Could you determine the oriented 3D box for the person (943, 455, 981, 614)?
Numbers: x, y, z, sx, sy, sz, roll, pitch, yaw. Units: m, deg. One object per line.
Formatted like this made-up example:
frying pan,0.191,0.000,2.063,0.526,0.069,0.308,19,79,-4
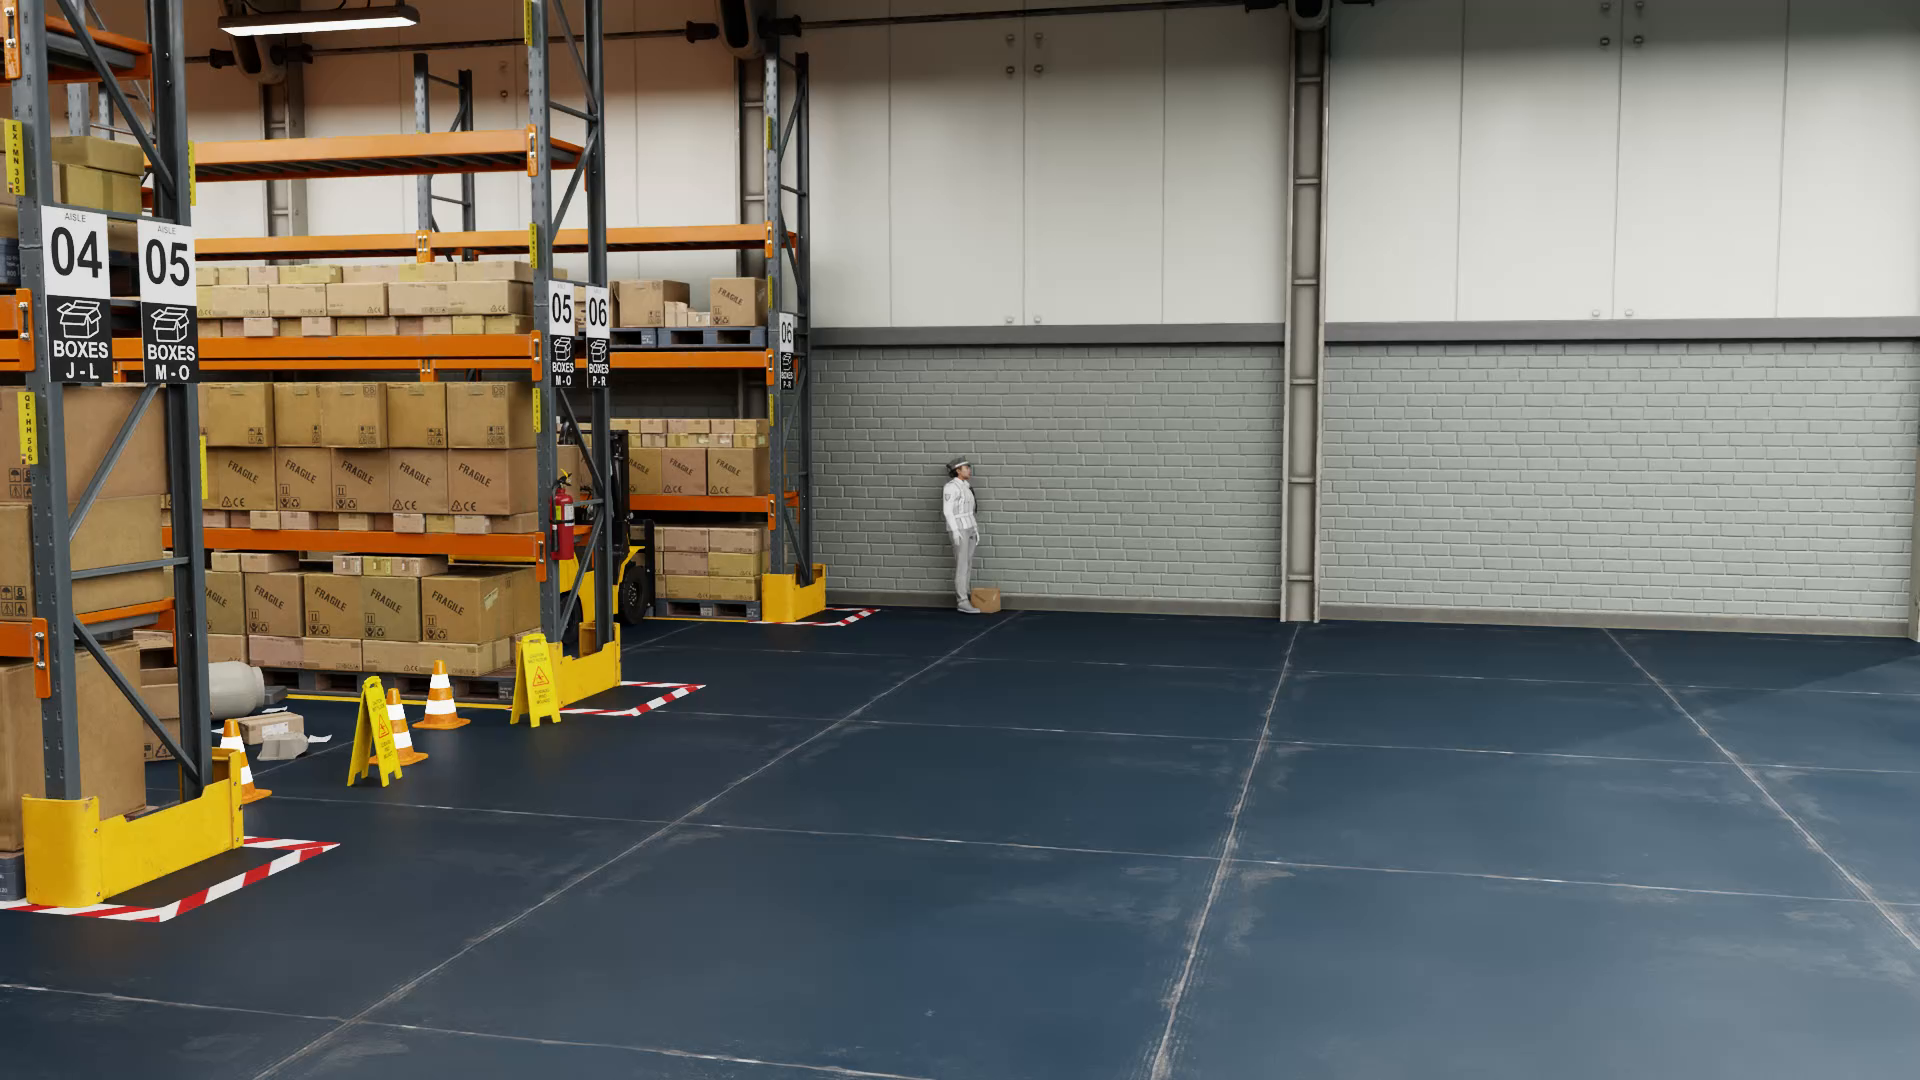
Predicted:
person,0.084,-0.079,18.160,0.531,1.694,0.586,2,6,27
